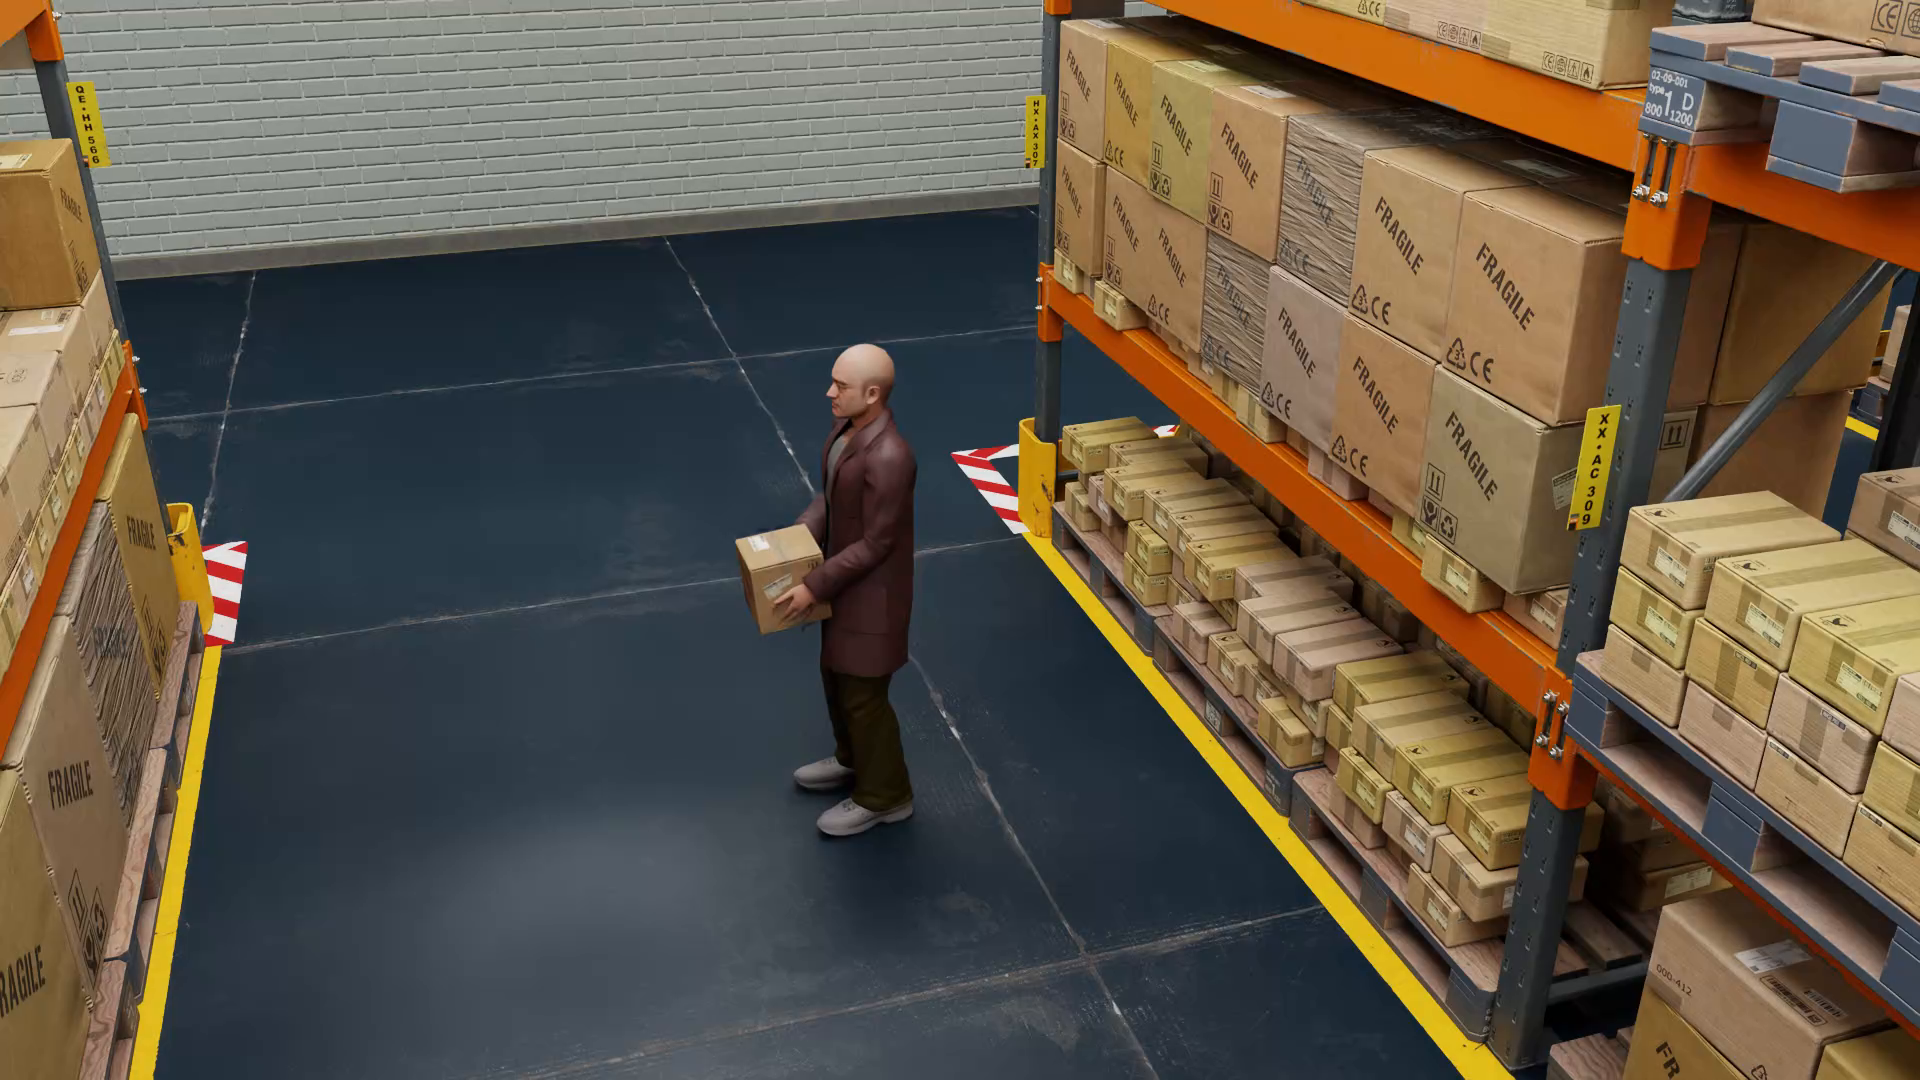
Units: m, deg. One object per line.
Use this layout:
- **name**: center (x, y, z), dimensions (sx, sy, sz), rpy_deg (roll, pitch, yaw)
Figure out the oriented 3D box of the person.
- **person**: center (-0.420, 0.182, 5.748), dimensions (0.508, 1.782, 0.563), rpy_deg (-8, 27, -17)
